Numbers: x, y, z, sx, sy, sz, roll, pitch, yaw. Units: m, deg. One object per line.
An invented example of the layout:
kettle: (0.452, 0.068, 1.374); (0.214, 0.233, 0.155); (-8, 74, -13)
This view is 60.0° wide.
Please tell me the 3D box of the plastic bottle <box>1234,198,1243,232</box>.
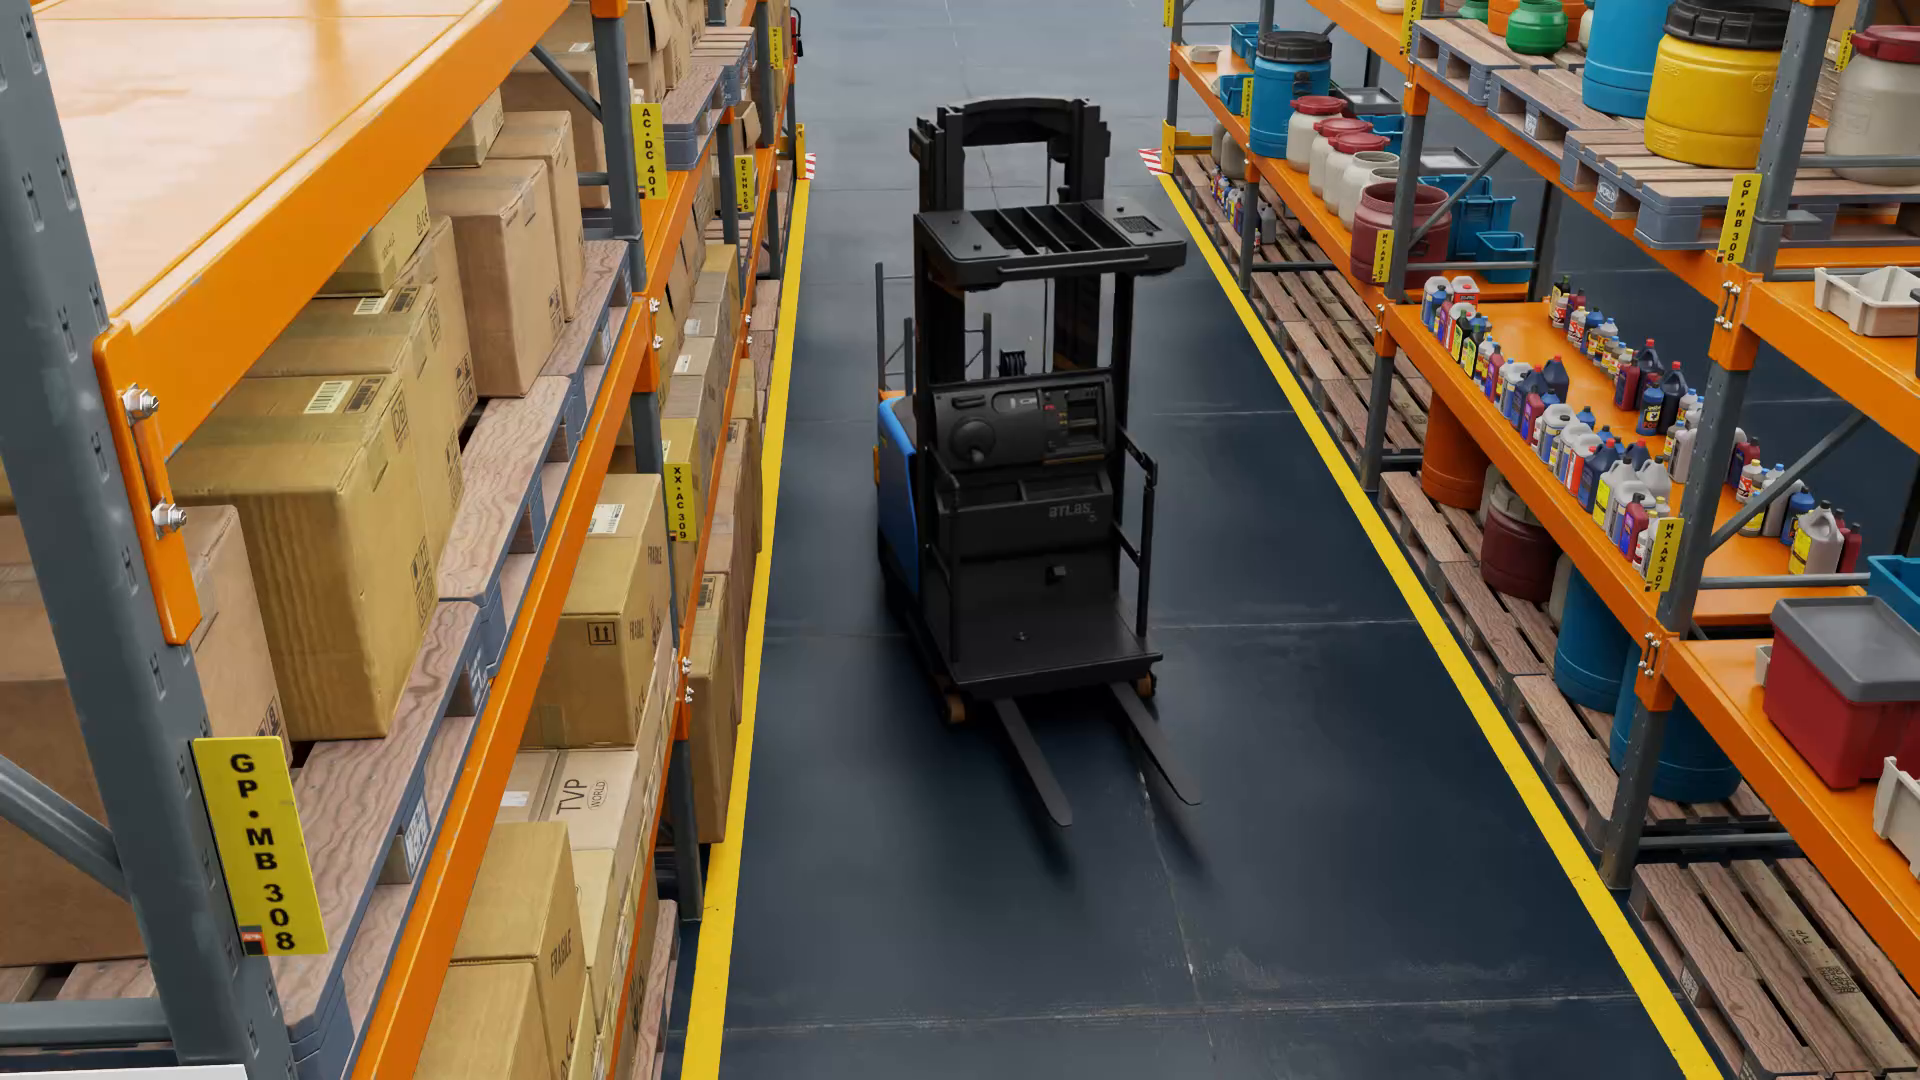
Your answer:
plastic bottle: (2.540, -2.967, 15.156); (0.061, 0.283, 0.133); (0, 28, 1)

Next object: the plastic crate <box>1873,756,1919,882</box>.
plastic crate: (3.235, 0.907, 5.330); (0.437, 0.282, 0.530); (-1, 28, -3)

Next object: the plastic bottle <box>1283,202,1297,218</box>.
plastic bottle: (3.115, -3.161, 15.537); (0.152, 0.276, 0.135); (-1, 28, -3)

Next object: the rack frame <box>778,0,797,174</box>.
rack frame: (-2.233, -5.250, 17.073); (1.000, 3.000, 0.127); (-1, 28, -3)

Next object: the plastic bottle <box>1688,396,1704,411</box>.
plastic bottle: (3.657, -0.583, 8.264); (0.097, 0.271, 0.097); (0, 28, 0)

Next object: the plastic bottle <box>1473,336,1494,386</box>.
plastic bottle: (2.852, -0.975, 9.014); (0.097, 0.271, 0.097); (0, 28, 0)

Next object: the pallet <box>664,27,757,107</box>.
pallet: (-1.729, -2.506, 8.772); (1.213, 0.211, 1.003); (0, 28, 0)

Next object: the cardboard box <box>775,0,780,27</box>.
cardboard box: (-1.847, -4.698, 14.504); (0.500, 0.500, 0.500); (-1, 28, -3)

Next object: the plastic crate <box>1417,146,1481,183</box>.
plastic crate: (3.352, -2.458, 11.649); (0.402, 0.464, 0.583); (-1, 28, -3)

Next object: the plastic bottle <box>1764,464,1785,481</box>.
plastic bottle: (3.698, -0.217, 7.562); (0.097, 0.271, 0.097); (0, 28, 0)

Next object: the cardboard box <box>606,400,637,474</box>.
cardboard box: (-1.648, -0.493, 6.758); (0.797, 0.503, 0.637); (-2, 28, -4)

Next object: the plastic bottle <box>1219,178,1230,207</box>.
plastic bottle: (2.520, -3.306, 15.820); (0.097, 0.271, 0.097); (0, 28, 0)

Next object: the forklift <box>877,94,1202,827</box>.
forklift: (0.383, -0.555, 8.144); (1.130, 2.935, 3.031); (-7, 28, -13)

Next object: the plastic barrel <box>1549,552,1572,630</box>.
plastic barrel: (3.351, 0.247, 8.769); (0.421, 0.512, 0.421); (0, 28, 0)

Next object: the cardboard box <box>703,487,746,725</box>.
cardboard box: (-1.708, 0.339, 8.199); (1.225, 0.875, 0.875); (-2, 28, -4)

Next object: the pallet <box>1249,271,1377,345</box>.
pallet: (3.002, -1.925, 13.712); (1.003, 0.211, 1.213); (-1, 28, -3)

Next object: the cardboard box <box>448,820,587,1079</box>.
cardboard box: (-1.212, 1.042, 4.037); (0.500, 0.500, 0.500); (-2, 28, -4)

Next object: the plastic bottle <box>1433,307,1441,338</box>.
plastic bottle: (2.814, -1.281, 9.677); (0.097, 0.201, 0.097); (0, 28, 0)

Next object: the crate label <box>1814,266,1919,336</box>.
crate label: (3.077, -0.808, 5.598); (0.293, 0.136, 0.466); (-1, 28, -3)

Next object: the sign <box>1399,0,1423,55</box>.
sign: (2.582, -2.943, 9.518); (0.100, 0.325, 0.005); (-1, 28, -3)

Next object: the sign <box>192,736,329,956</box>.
sign: (-0.843, 0.375, 2.012); (0.100, 0.325, 0.005); (-1, 28, -3)

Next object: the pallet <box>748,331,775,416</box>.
pallet: (-1.916, -1.243, 12.404); (1.003, 0.211, 1.213); (-1, 28, -3)

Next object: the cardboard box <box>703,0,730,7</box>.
cardboard box: (-1.583, -3.375, 9.585); (0.500, 0.500, 0.500); (-1, 28, -2)

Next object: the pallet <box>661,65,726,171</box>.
pallet: (-1.668, -1.990, 7.782); (1.003, 0.211, 1.213); (0, 28, 0)

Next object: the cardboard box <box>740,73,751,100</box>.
cardboard box: (-2.123, -3.485, 12.586); (1.000, 1.000, 1.000); (-1, 28, -2)

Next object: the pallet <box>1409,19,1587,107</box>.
pallet: (3.073, -2.566, 8.887); (1.003, 0.211, 1.213); (-1, 28, -3)

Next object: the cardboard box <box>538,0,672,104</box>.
cardboard box: (-1.688, -2.175, 7.367); (0.797, 0.503, 0.637); (-2, 28, -3)

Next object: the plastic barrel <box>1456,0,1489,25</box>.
plastic barrel: (3.067, -3.049, 9.777); (0.294, 0.245, 0.294); (0, 28, 0)

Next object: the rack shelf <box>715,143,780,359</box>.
rack shelf: (-1.920, -2.161, 11.927); (1.077, 0.370, 4.000); (-1, 28, -3)

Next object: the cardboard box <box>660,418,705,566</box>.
cardboard box: (-1.408, -0.204, 7.289); (0.500, 0.500, 0.500); (-1, 28, -3)

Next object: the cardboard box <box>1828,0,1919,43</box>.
cardboard box: (7.839, -4.465, 14.056); (0.700, 0.500, 0.500); (-1, 28, -2)

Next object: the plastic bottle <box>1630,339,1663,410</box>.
plastic bottle: (3.604, -0.875, 8.737); (0.144, 0.351, 0.185); (-1, 28, -3)

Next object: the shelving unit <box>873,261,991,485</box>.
shelving unit: (-0.172, -0.843, 10.244); (0.587, 1.500, 1.083); (-5, 28, -10)

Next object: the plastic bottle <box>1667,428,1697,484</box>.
plastic bottle: (3.496, -0.420, 7.946); (0.152, 0.276, 0.135); (-1, 28, -3)

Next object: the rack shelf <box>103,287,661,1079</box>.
rack shelf: (-1.502, 0.204, 4.150); (1.077, 0.370, 4.000); (-1, 28, -3)

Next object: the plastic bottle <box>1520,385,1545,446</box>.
plastic bottle: (2.874, -0.627, 8.335); (0.061, 0.283, 0.133); (-1, 28, -3)

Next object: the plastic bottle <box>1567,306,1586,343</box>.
plastic bottle: (3.578, -1.251, 9.619); (0.097, 0.201, 0.097); (0, 28, 0)

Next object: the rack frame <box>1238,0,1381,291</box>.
rack frame: (2.922, -3.523, 13.761); (1.000, 3.000, 0.127); (-1, 28, -3)

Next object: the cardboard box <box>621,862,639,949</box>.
cardboard box: (-1.196, 1.129, 5.113); (0.380, 0.149, 0.250); (-2, 28, -3)

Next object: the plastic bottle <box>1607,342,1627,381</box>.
plastic bottle: (3.608, -0.981, 9.102); (0.097, 0.201, 0.097); (0, 28, 0)

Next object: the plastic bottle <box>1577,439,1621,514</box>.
plastic bottle: (2.955, -0.308, 7.651); (0.144, 0.351, 0.185); (-1, 28, -3)

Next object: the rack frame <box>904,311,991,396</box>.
rack frame: (-0.071, -0.617, 9.811); (0.500, 1.500, 0.032); (-5, 28, -10)

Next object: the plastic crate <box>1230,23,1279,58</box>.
plastic crate: (3.038, -5.080, 16.907); (0.499, 0.251, 0.616); (-1, 28, -3)

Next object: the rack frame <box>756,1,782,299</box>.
rack frame: (-2.024, -3.403, 13.531); (1.000, 3.000, 0.127); (-1, 28, -3)

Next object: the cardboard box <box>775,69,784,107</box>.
cardboard box: (-1.977, -4.020, 14.285); (0.875, 0.500, 0.500); (-1, 28, -3)

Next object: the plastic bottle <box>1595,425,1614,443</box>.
plastic bottle: (3.067, -0.421, 7.952); (0.097, 0.271, 0.097); (0, 28, 0)

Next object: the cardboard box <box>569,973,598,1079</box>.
cardboard box: (-1.210, 1.373, 4.215); (0.500, 0.250, 0.500); (-2, 28, -4)

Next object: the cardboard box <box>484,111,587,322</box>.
cardboard box: (-1.506, -0.954, 4.921); (0.700, 0.500, 0.500); (-3, 28, -6)

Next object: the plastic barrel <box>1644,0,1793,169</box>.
plastic barrel: (3.089, -1.845, 6.642); (0.600, 0.588, 0.600); (0, 28, 0)

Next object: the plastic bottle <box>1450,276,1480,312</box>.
plastic bottle: (2.982, -1.417, 9.857); (0.152, 0.276, 0.135); (-1, 28, -3)

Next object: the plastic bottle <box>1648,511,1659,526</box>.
plastic bottle: (3.017, -0.030, 7.279); (0.097, 0.201, 0.097); (0, 28, 0)

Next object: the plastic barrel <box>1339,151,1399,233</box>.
plastic barrel: (2.842, -2.390, 11.467); (0.421, 0.512, 0.421); (0, 28, 0)
